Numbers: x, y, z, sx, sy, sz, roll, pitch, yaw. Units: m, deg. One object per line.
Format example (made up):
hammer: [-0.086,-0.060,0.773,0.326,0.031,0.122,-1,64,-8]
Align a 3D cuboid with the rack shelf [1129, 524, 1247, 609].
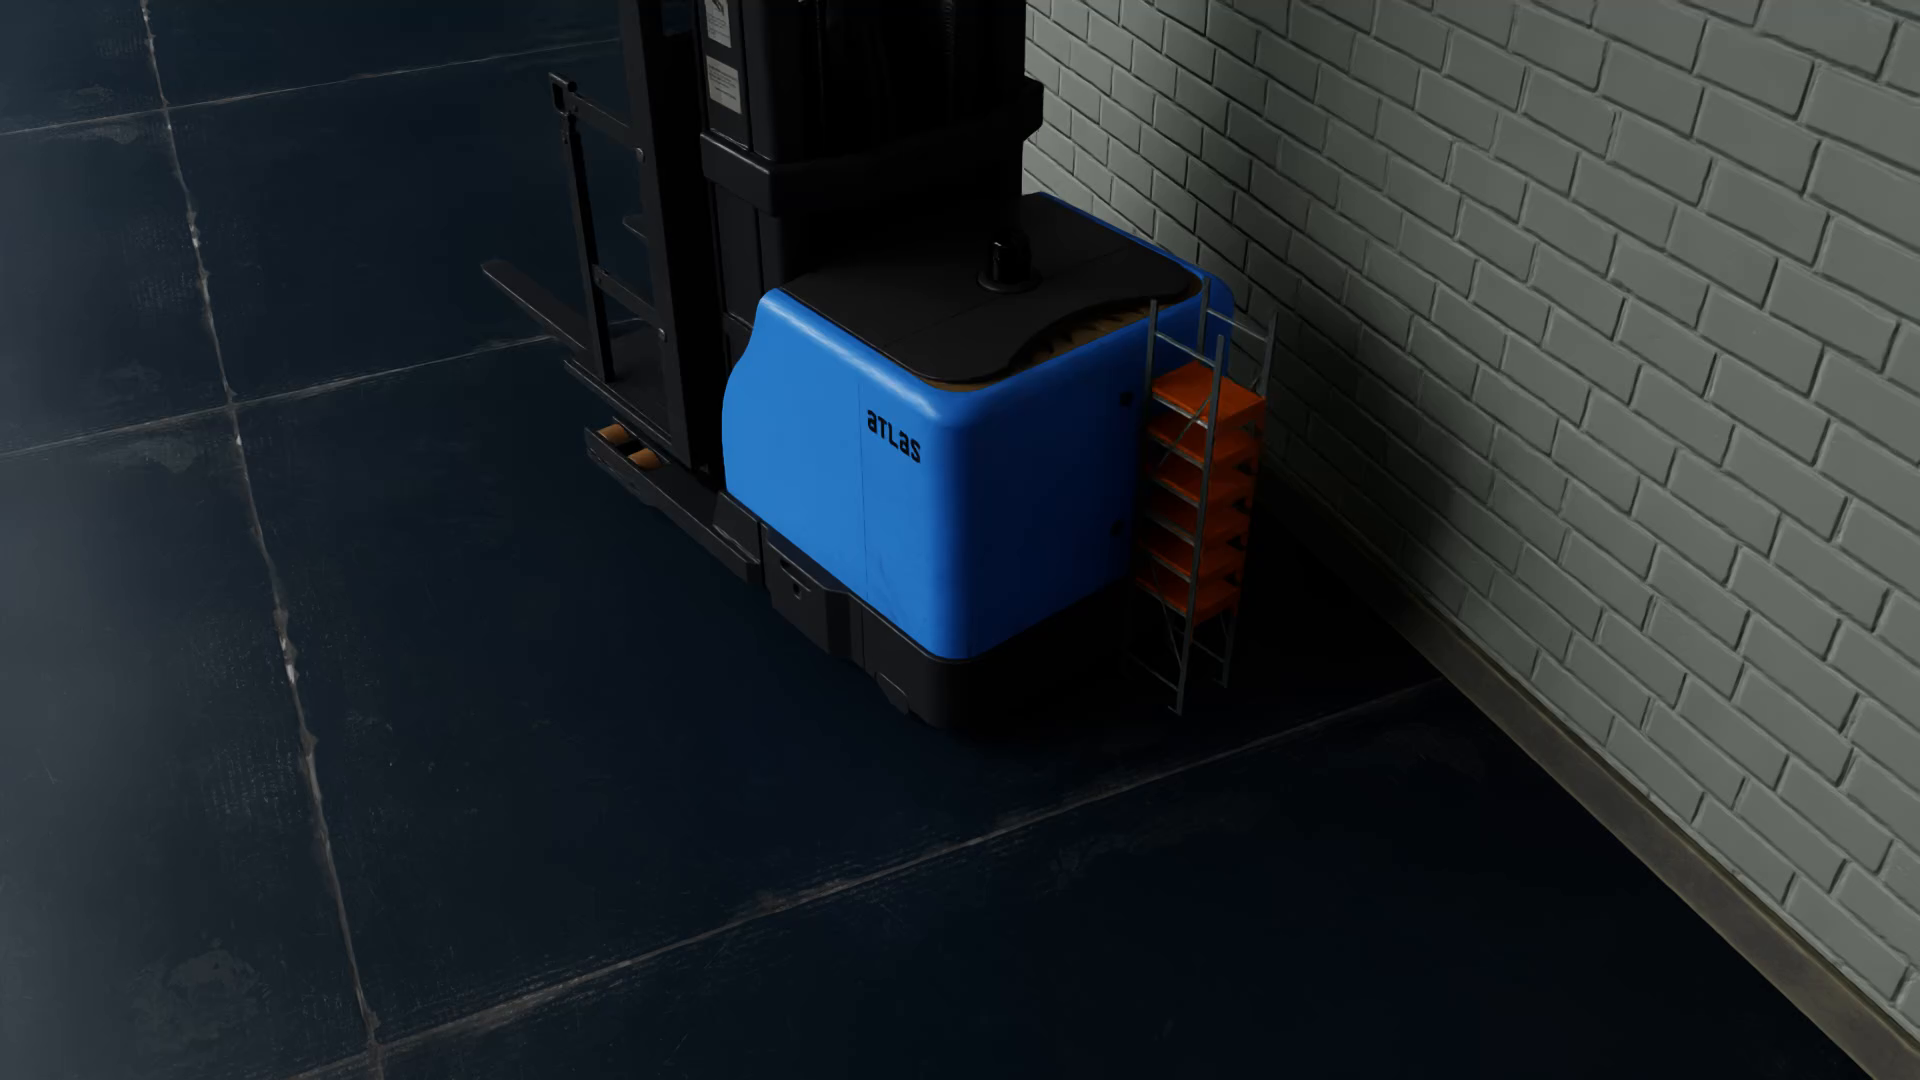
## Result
rack shelf: [0.607,0.049,4.451,0.180,0.103,0.258,-26,44,-31]

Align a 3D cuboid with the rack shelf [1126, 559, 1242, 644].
rack shelf: [0.607,0.145,4.523,0.180,0.103,0.258,-26,44,-31]

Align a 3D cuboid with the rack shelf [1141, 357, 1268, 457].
rack shelf: [0.610,-0.335,4.163,0.180,0.103,0.258,-26,44,-31]

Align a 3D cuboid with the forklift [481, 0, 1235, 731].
forklift: [-0.587,-1.475,4.778,1.130,2.935,3.031,-26,44,-31]

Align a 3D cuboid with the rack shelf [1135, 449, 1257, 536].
rack shelf: [0.608,-0.143,4.307,0.180,0.103,0.258,-26,44,-31]

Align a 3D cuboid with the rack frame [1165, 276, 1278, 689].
rack frame: [0.678,-0.117,4.399,0.006,1.200,0.240,-26,44,-31]

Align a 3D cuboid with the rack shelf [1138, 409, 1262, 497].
rack shelf: [0.609,-0.239,4.235,0.180,0.103,0.258,-26,44,-31]

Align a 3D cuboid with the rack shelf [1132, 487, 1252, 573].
rack shelf: [0.608,-0.047,4.379,0.180,0.103,0.258,-26,44,-31]

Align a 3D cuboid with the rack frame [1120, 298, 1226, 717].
rack frame: [0.538,-0.048,4.305,0.006,1.200,0.240,-26,44,-31]

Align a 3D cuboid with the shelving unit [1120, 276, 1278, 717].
shelving unit: [0.608,-0.083,4.352,0.189,1.200,0.258,-26,44,-31]
